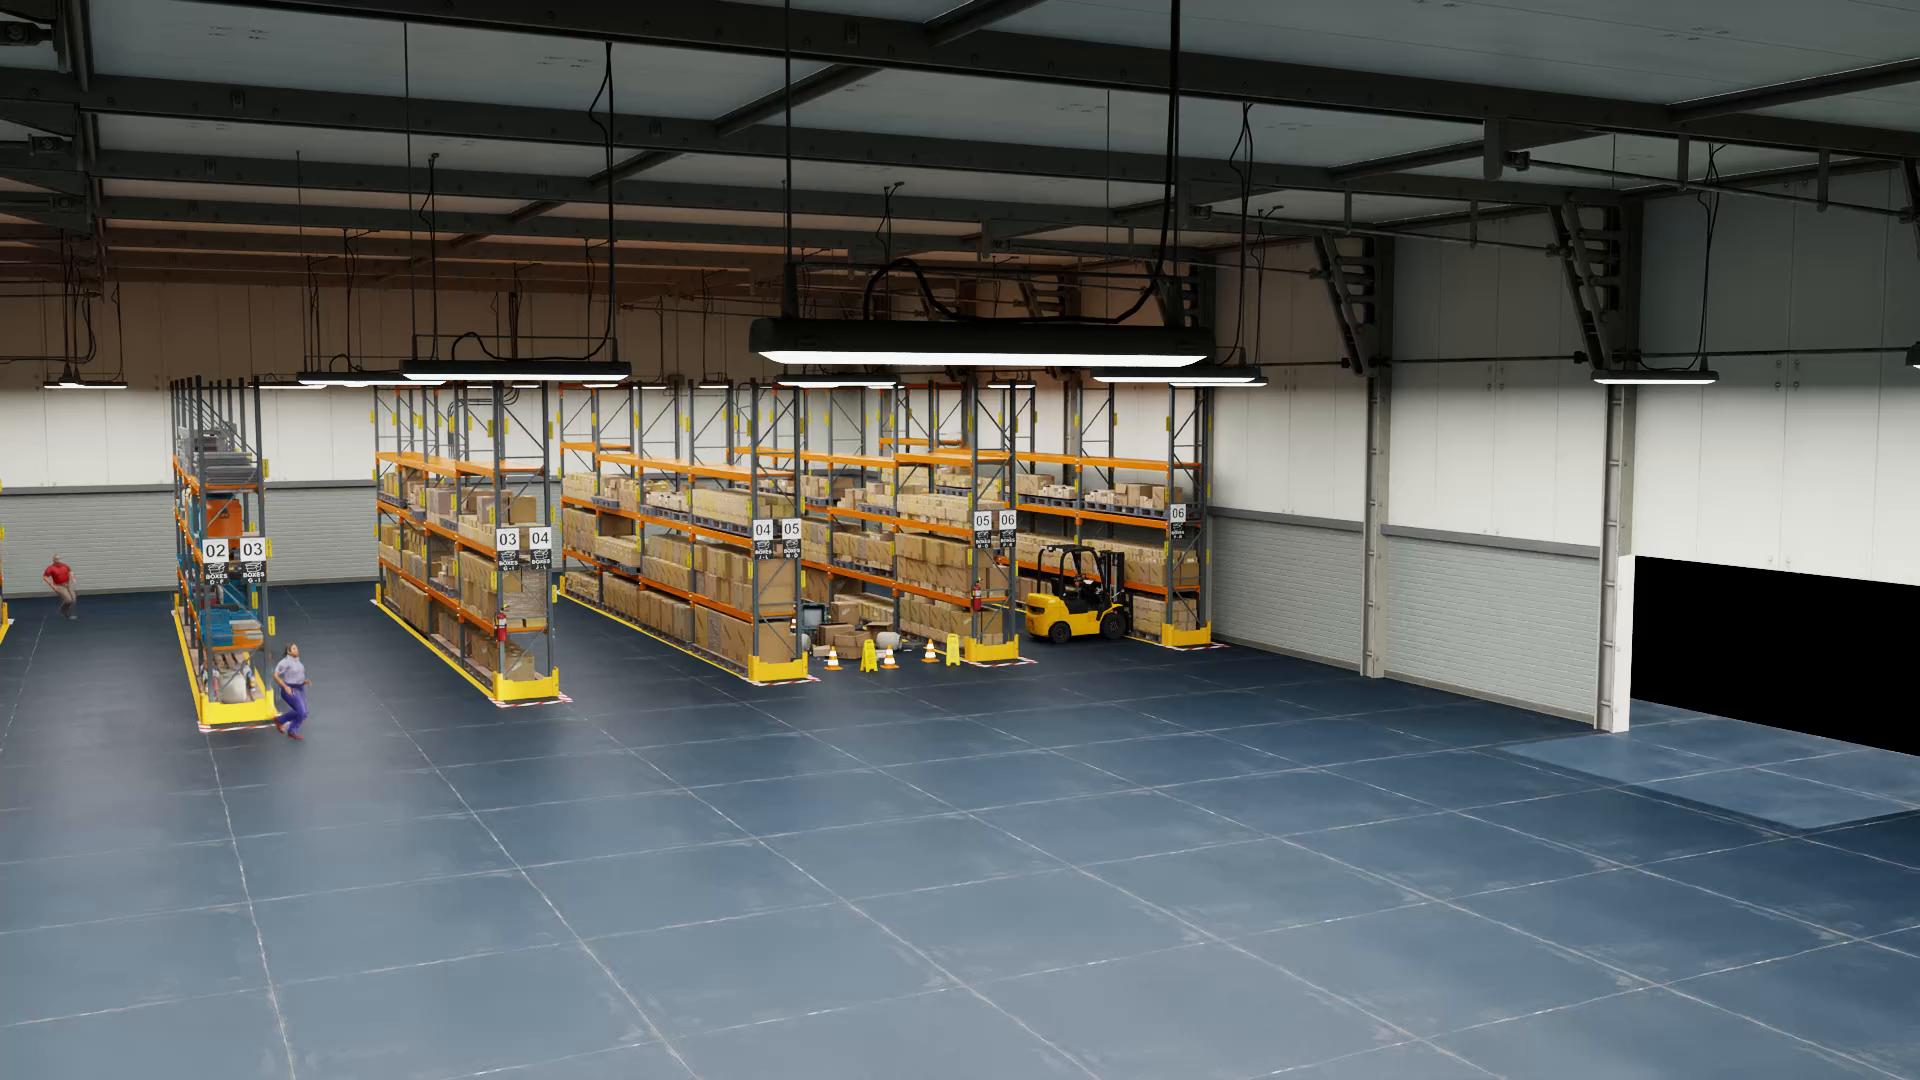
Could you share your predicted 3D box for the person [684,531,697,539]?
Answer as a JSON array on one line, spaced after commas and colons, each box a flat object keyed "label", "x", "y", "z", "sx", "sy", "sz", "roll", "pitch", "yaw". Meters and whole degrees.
[{"label": "person", "x": -8.185, "y": 0.396, "z": 50.295, "sx": 0.702, "sy": 1.744, "sz": 0.746, "roll": -2, "pitch": 5, "yaw": -22}]

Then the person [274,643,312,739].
[{"label": "person", "x": -11.003, "y": 2.495, "z": 27.438, "sx": 0.549, "sy": 1.604, "sz": 0.610, "roll": 0, "pitch": 5, "yaw": 5}]

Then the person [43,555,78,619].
[{"label": "person", "x": -22.531, "y": 1.192, "z": 41.763, "sx": 0.510, "sy": 1.668, "sz": 0.733, "roll": 2, "pitch": 6, "yaw": 23}]
